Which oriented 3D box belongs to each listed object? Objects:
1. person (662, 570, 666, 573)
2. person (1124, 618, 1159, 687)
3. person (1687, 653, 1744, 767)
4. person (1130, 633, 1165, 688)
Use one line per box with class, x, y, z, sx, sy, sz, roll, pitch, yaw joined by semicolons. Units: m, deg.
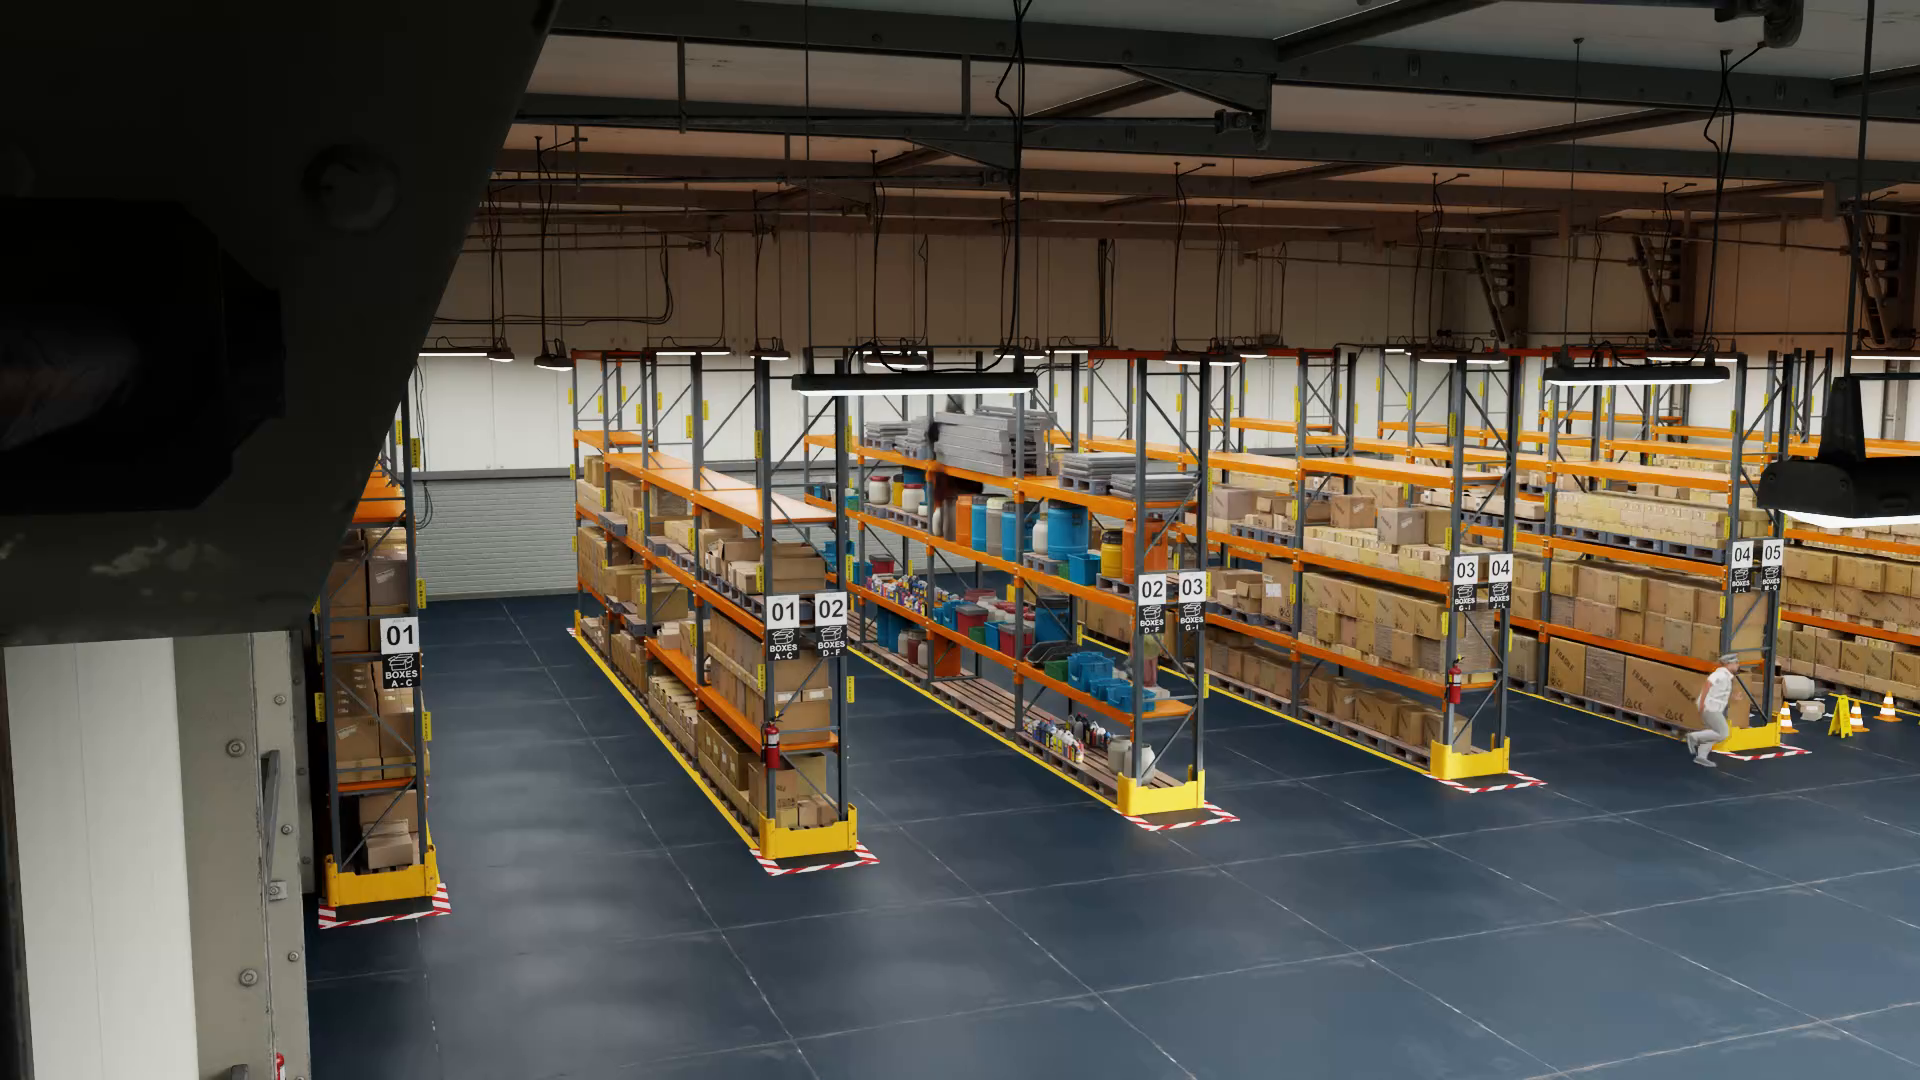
person;-6.241;0.978;36.169;0.641;1.748;0.661;6;9;38
person;3.314;1.738;30.012;0.651;1.754;0.876;-4;8;-29
person;11.076;2.481;24.377;0.750;1.701;0.653;2;8;19
person;3.191;2.039;28.361;0.572;1.600;0.693;-3;8;-25
